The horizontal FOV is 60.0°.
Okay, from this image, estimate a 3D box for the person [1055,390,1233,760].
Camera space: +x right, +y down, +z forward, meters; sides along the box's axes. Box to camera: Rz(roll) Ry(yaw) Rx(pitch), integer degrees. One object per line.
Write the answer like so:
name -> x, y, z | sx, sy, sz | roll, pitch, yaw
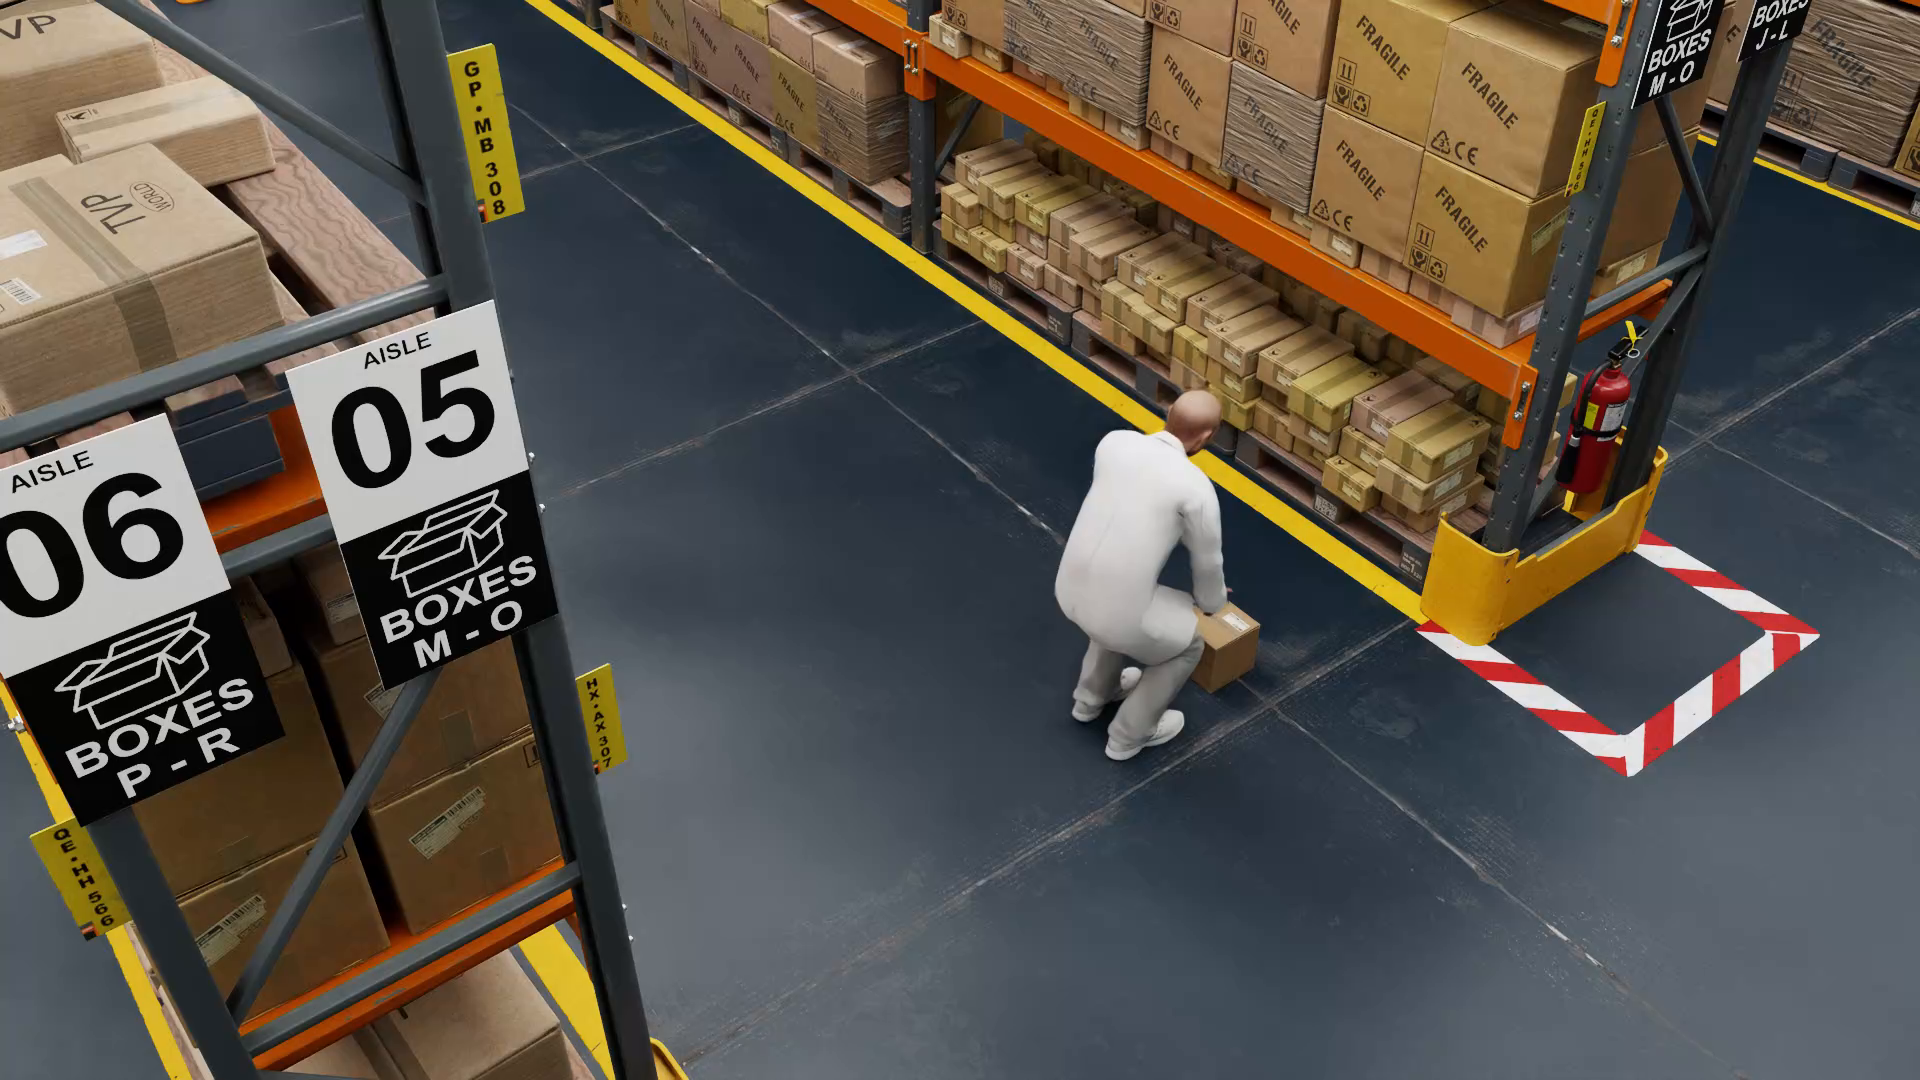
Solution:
person -> 1.438, -5.234, 12.725 | 12.121, 1.440, 13.060 | -26, 46, -28
